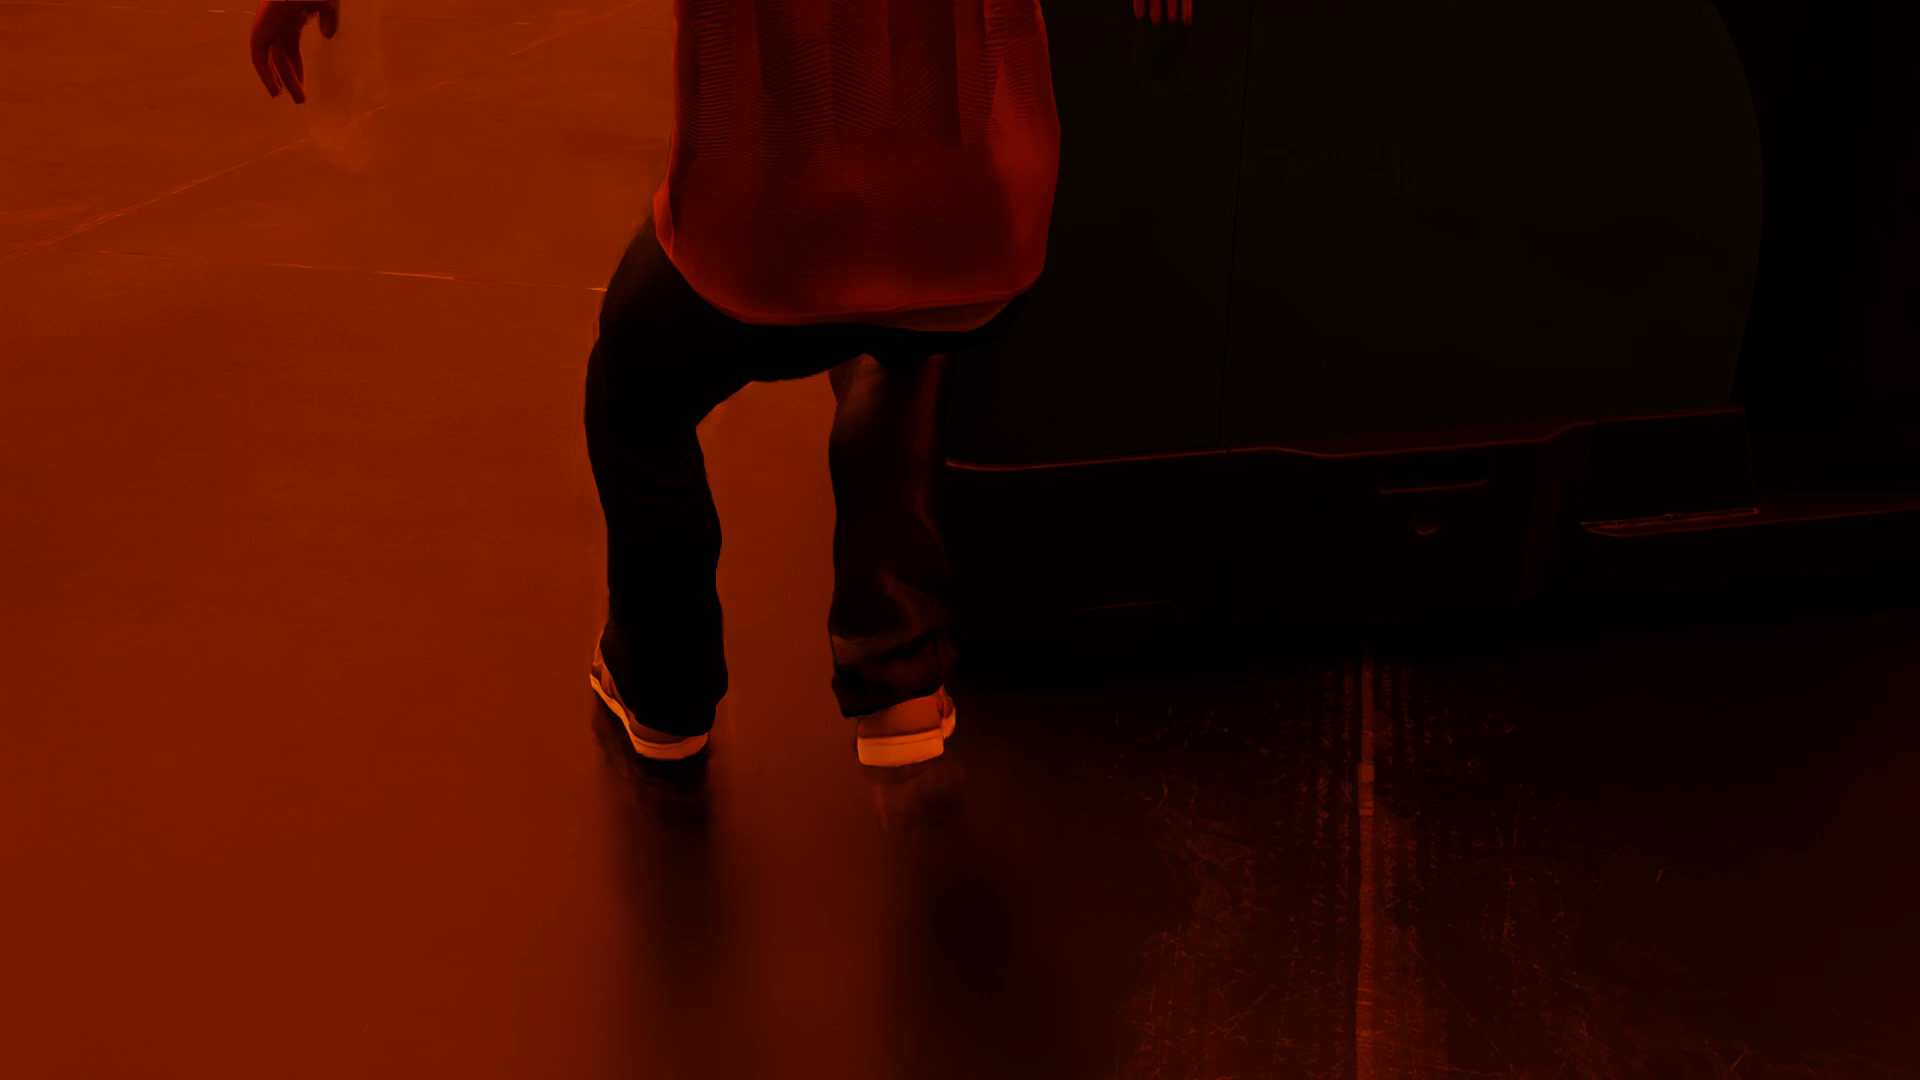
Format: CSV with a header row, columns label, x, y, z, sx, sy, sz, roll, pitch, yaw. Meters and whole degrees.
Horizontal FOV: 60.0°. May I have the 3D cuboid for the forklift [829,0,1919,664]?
label,x,y,z,sx,sy,sz,roll,pitch,yaw
forklift,1.340,-1.468,2.156,3.031,2.935,1.130,-5,27,-10

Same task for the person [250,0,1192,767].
label,x,y,z,sx,sy,sz,roll,pitch,yaw
person,-0.180,-0.380,1.595,0.887,1.476,0.682,-8,28,-15
